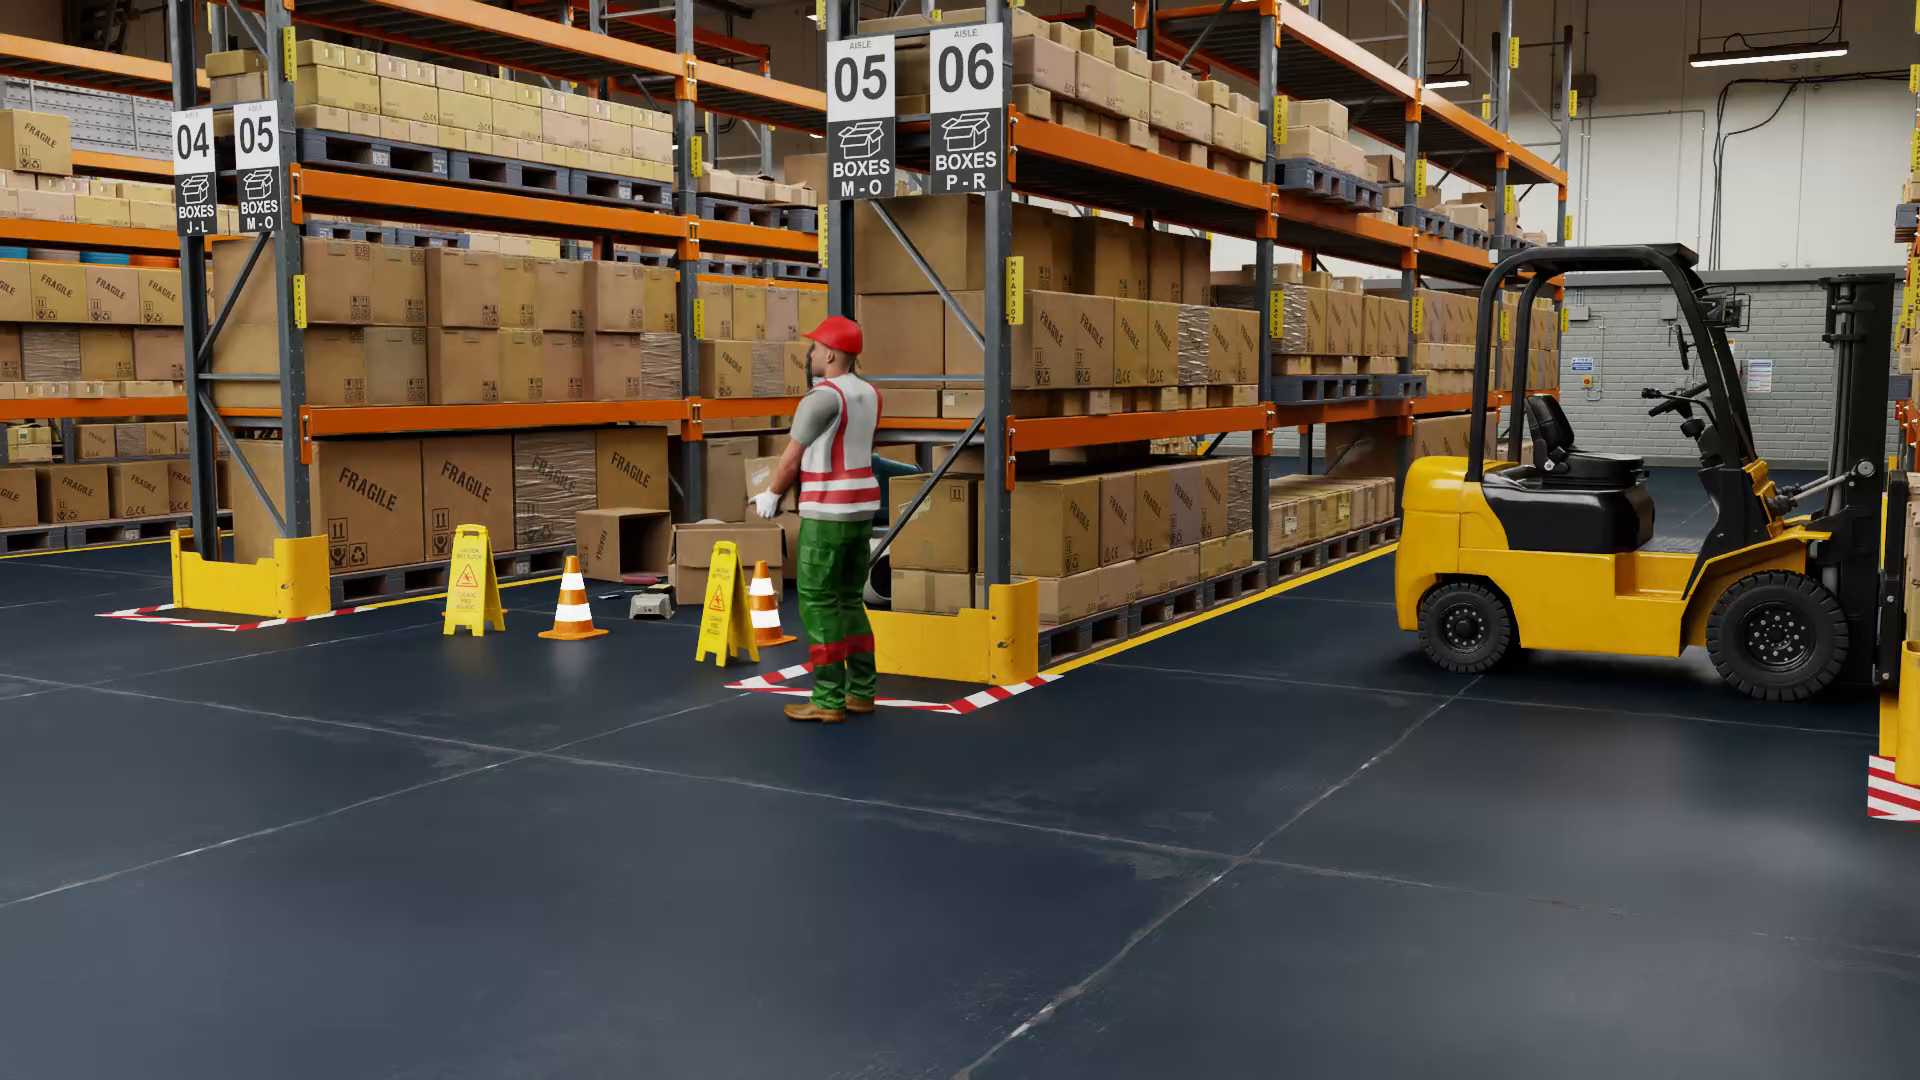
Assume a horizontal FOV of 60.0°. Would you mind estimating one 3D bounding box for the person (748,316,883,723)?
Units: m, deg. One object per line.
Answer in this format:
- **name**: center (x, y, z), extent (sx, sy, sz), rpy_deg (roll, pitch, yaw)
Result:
- **person**: center (-0.650, -0.101, 7.447), extent (0.559, 1.786, 0.495), rpy_deg (3, 7, 29)
